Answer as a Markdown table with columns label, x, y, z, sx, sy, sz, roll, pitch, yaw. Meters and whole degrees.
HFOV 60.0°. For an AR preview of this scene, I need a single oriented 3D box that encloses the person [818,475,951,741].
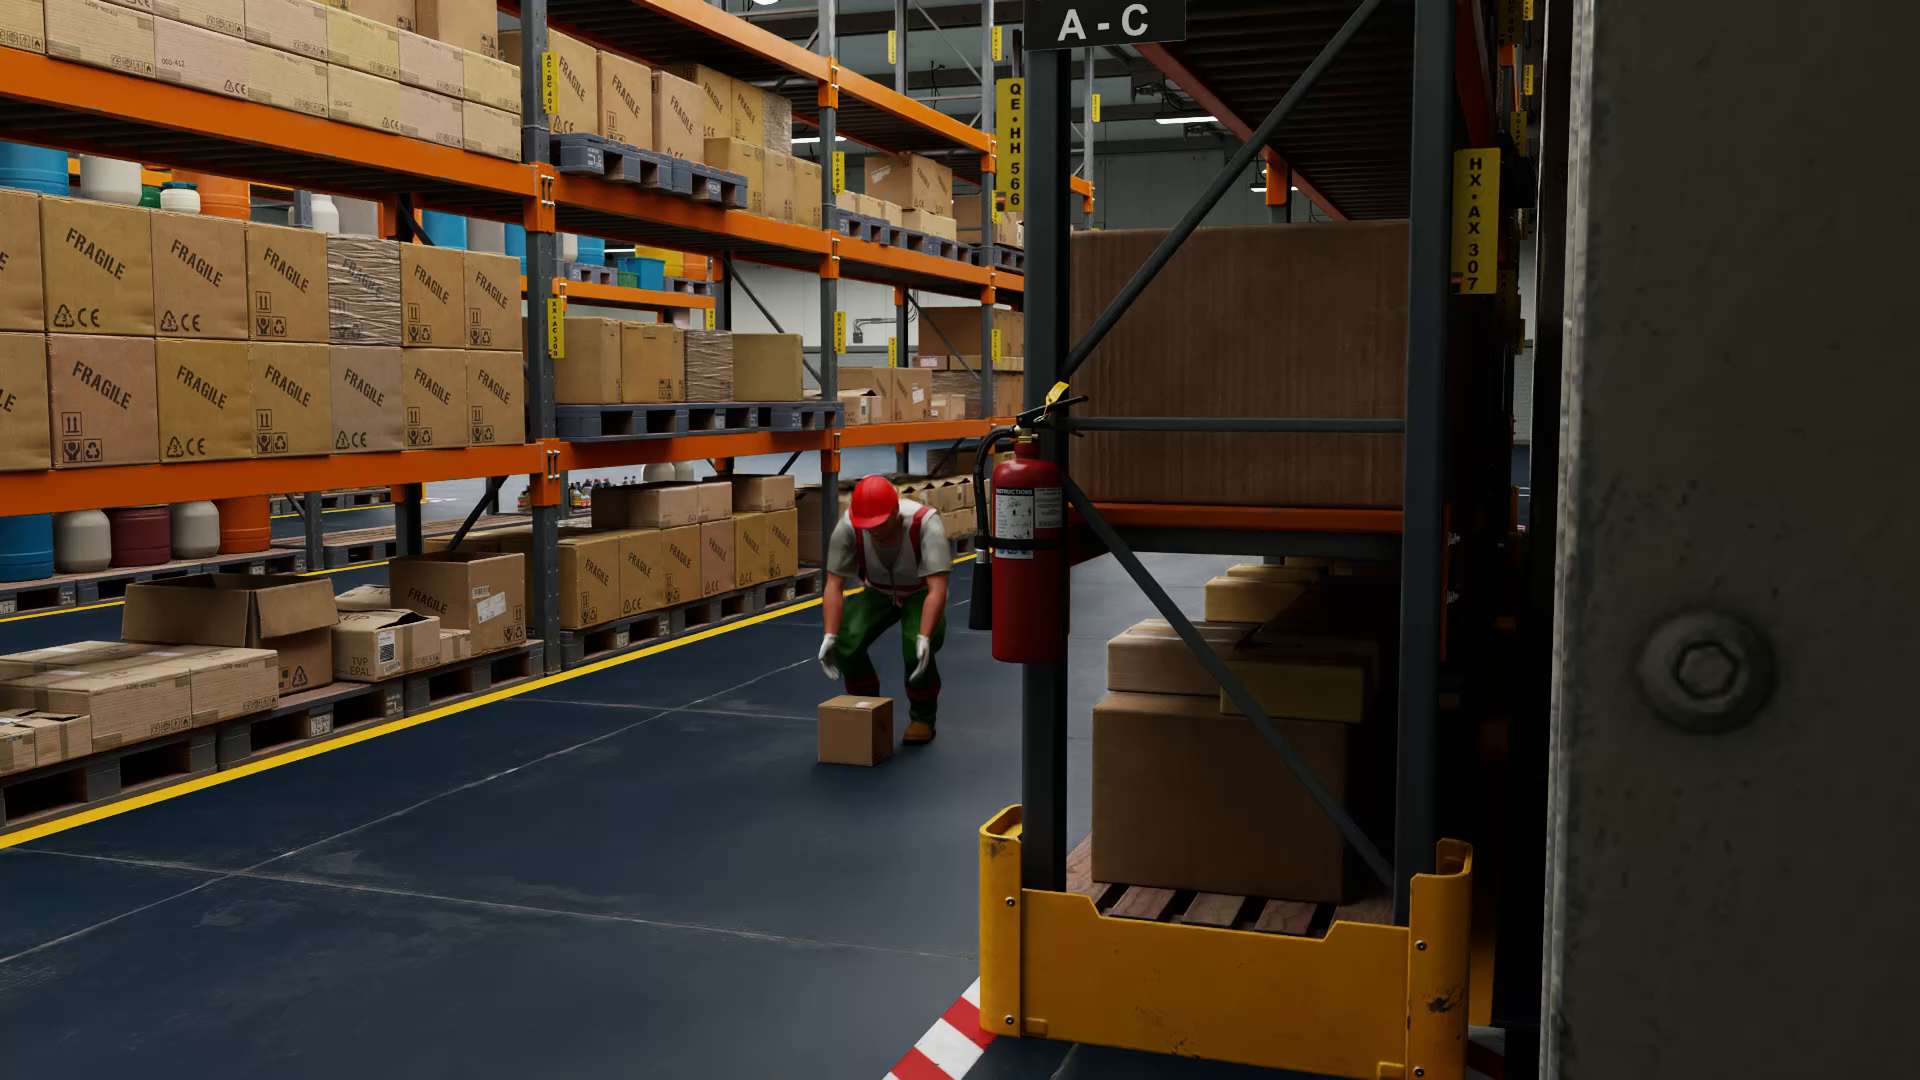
| label | x | y | z | sx | sy | sz | roll | pitch | yaw |
| --- | --- | --- | --- | --- | --- | --- | --- | --- | --- |
| person | -0.288 | 0.307 | 7.512 | 0.582 | 1.230 | 0.837 | 2 | 5 | 19 |
